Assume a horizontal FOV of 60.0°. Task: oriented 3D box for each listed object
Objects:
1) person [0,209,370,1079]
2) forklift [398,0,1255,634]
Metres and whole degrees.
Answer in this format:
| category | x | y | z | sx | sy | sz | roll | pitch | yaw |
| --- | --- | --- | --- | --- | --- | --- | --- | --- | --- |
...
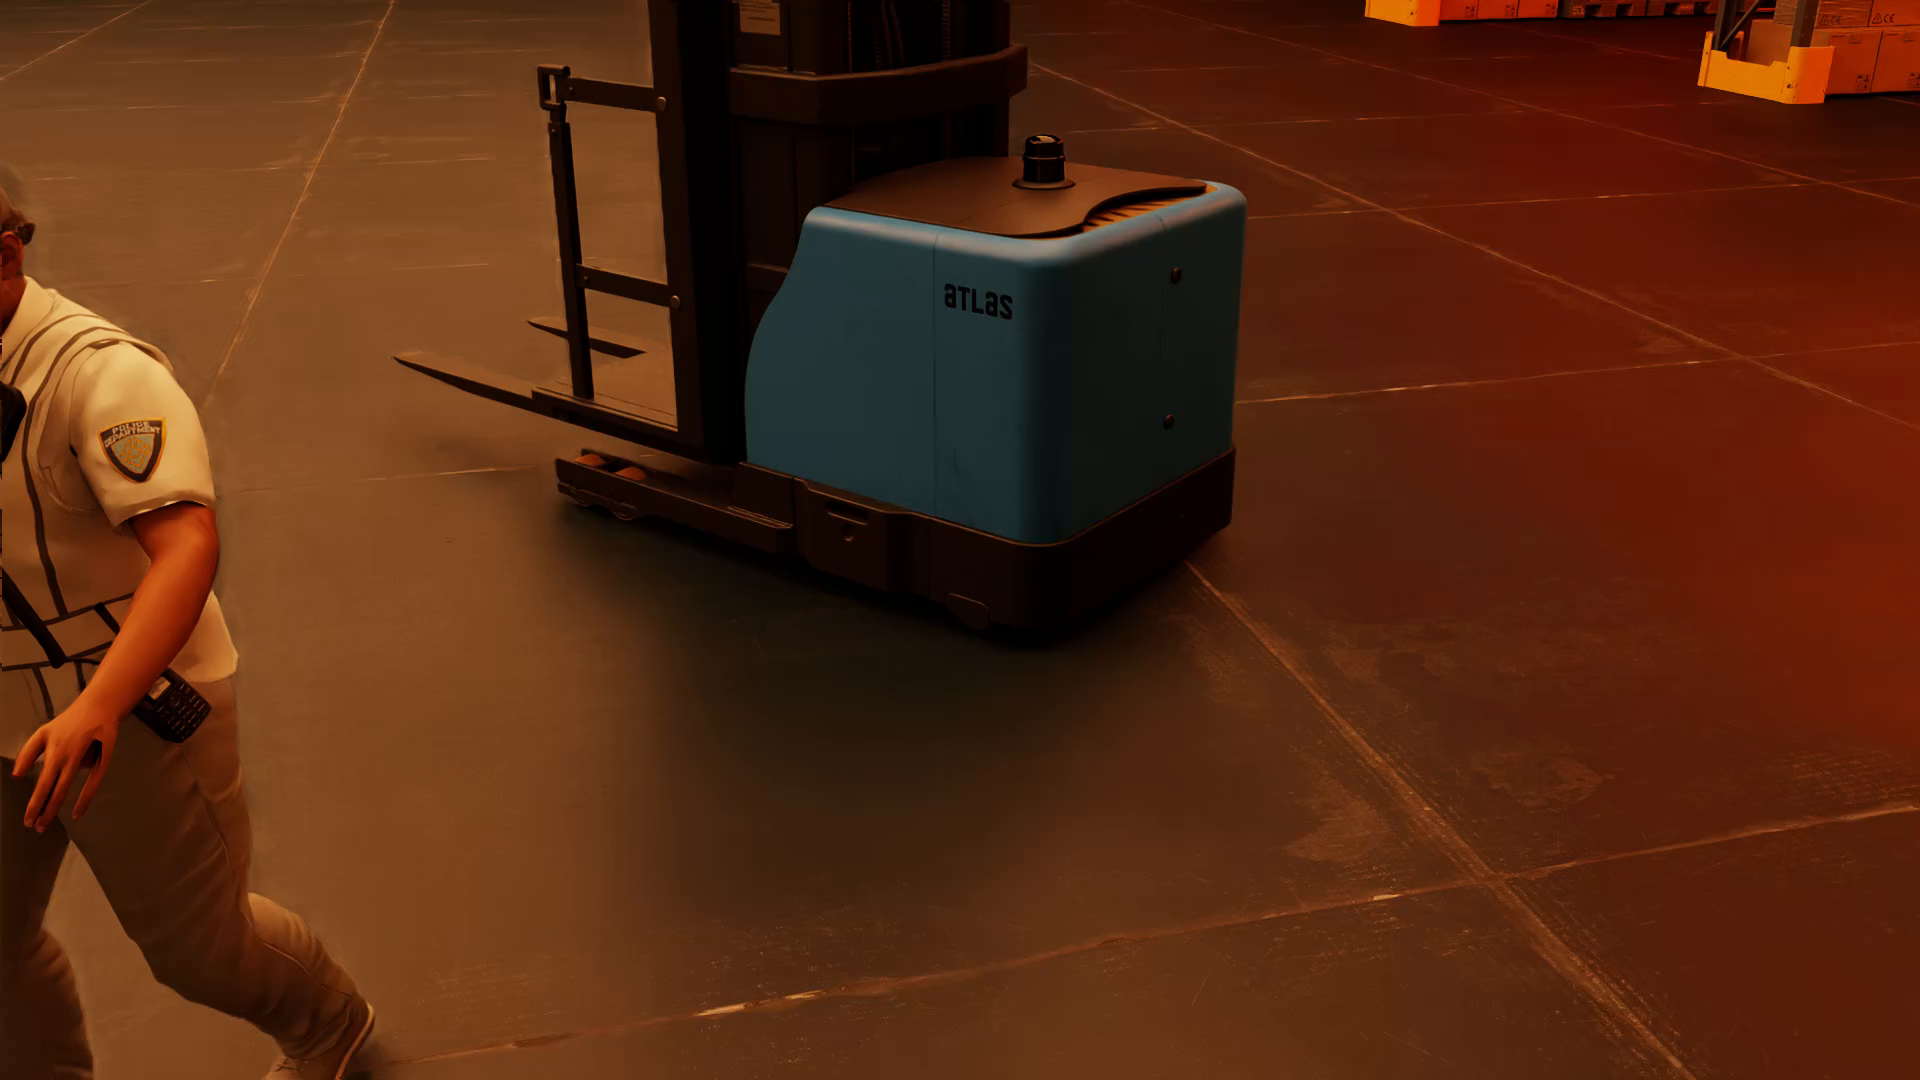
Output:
| category | x | y | z | sx | sy | sz | roll | pitch | yaw |
| --- | --- | --- | --- | --- | --- | --- | --- | --- | --- |
| person | -1.307 | 0.259 | 2.369 | 0.861 | 1.645 | 0.714 | 9 | 25 | 20 |
| forklift | -0.640 | -1.548 | 4.947 | 3.031 | 2.935 | 1.130 | 17 | 28 | 34 |
